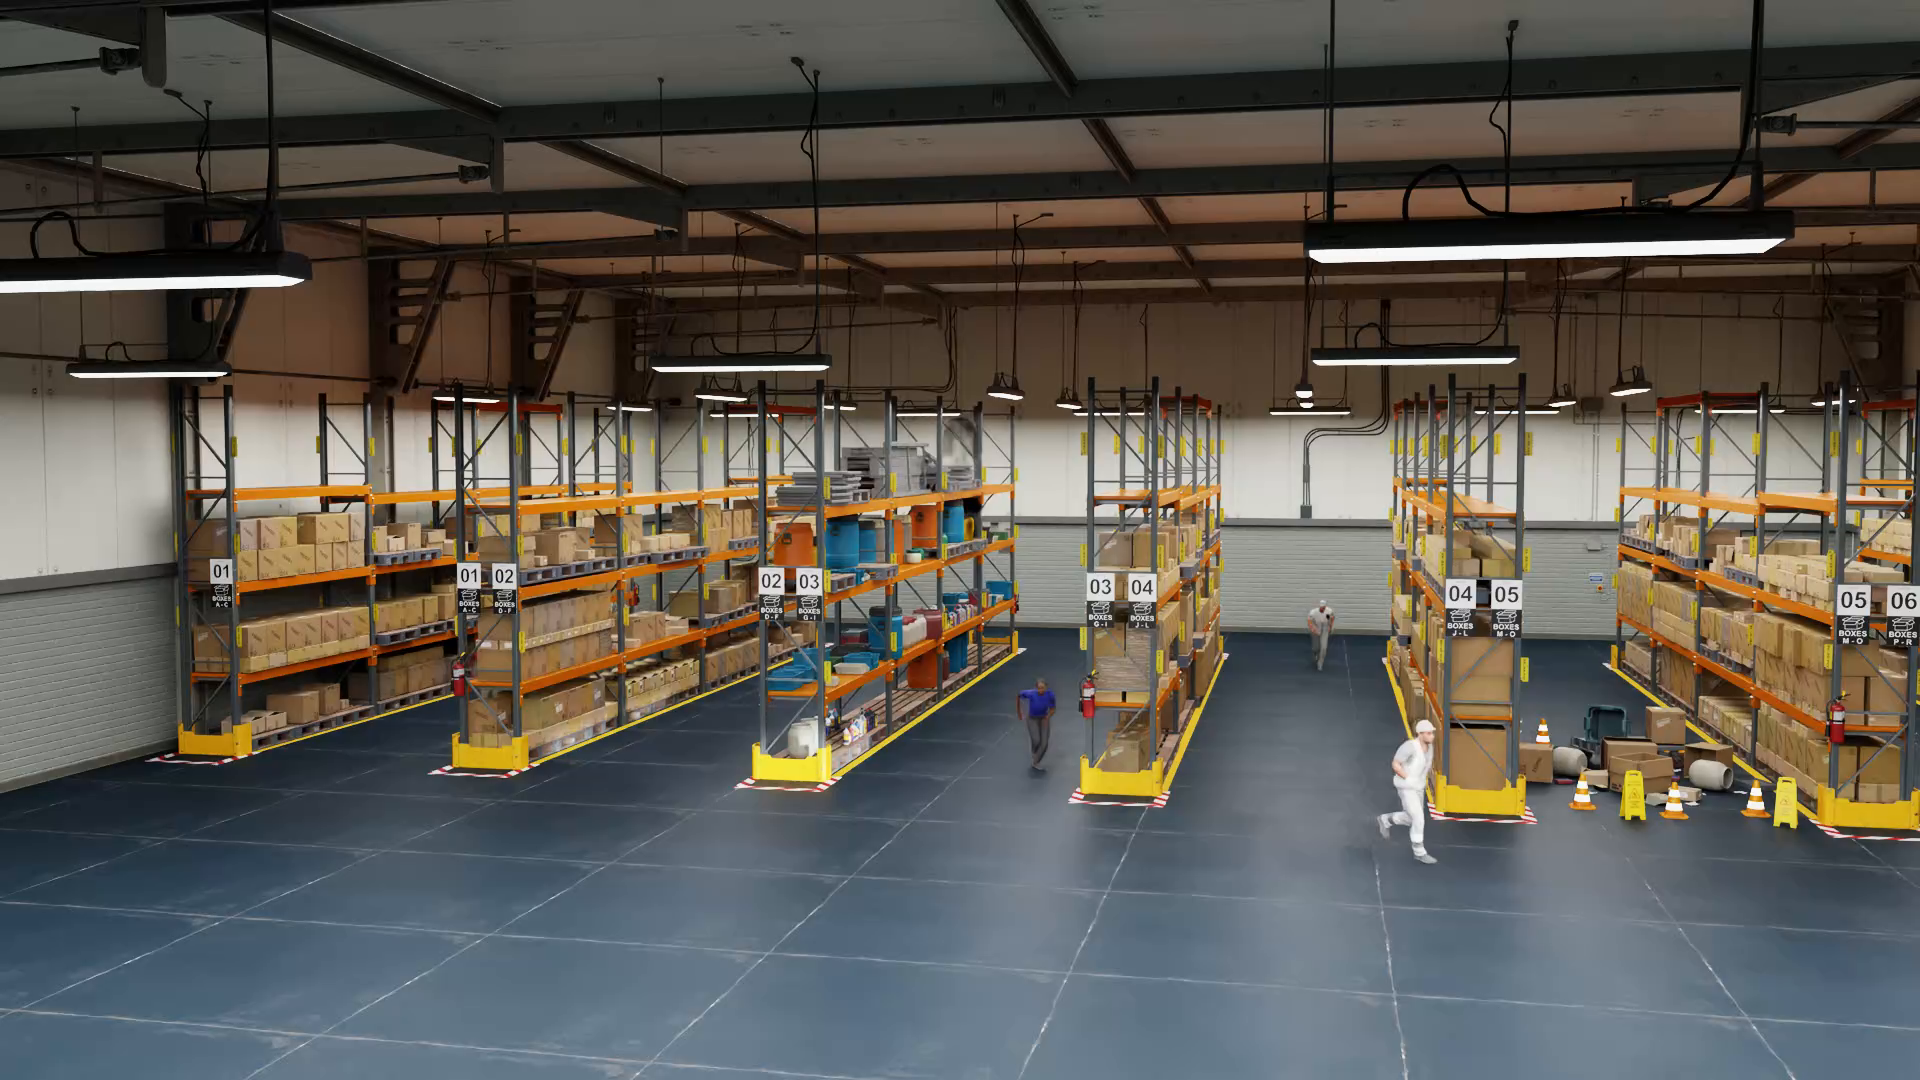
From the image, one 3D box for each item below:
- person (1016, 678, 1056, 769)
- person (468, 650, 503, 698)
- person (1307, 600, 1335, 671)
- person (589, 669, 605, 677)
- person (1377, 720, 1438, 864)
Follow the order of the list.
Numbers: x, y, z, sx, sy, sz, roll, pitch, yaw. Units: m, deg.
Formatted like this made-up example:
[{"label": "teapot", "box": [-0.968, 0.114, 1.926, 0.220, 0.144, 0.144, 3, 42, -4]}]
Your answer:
[{"label": "person", "box": [1.170, 2.838, 25.628, 0.594, 1.467, 0.768, 0, 3, -6]}, {"label": "person", "box": [-8.478, 2.564, 29.791, 0.694, 1.548, 0.882, 0, 3, -4]}, {"label": "person", "box": [8.140, 2.131, 37.579, 0.615, 1.625, 0.965, 0, 3, -1]}, {"label": "person", "box": [-7.319, 2.253, 33.399, 0.688, 1.754, 0.802, 1, 3, 10]}, {"label": "person", "box": [5.415, 3.017, 20.239, 0.629, 1.732, 0.897, -2, 4, -33]}]
